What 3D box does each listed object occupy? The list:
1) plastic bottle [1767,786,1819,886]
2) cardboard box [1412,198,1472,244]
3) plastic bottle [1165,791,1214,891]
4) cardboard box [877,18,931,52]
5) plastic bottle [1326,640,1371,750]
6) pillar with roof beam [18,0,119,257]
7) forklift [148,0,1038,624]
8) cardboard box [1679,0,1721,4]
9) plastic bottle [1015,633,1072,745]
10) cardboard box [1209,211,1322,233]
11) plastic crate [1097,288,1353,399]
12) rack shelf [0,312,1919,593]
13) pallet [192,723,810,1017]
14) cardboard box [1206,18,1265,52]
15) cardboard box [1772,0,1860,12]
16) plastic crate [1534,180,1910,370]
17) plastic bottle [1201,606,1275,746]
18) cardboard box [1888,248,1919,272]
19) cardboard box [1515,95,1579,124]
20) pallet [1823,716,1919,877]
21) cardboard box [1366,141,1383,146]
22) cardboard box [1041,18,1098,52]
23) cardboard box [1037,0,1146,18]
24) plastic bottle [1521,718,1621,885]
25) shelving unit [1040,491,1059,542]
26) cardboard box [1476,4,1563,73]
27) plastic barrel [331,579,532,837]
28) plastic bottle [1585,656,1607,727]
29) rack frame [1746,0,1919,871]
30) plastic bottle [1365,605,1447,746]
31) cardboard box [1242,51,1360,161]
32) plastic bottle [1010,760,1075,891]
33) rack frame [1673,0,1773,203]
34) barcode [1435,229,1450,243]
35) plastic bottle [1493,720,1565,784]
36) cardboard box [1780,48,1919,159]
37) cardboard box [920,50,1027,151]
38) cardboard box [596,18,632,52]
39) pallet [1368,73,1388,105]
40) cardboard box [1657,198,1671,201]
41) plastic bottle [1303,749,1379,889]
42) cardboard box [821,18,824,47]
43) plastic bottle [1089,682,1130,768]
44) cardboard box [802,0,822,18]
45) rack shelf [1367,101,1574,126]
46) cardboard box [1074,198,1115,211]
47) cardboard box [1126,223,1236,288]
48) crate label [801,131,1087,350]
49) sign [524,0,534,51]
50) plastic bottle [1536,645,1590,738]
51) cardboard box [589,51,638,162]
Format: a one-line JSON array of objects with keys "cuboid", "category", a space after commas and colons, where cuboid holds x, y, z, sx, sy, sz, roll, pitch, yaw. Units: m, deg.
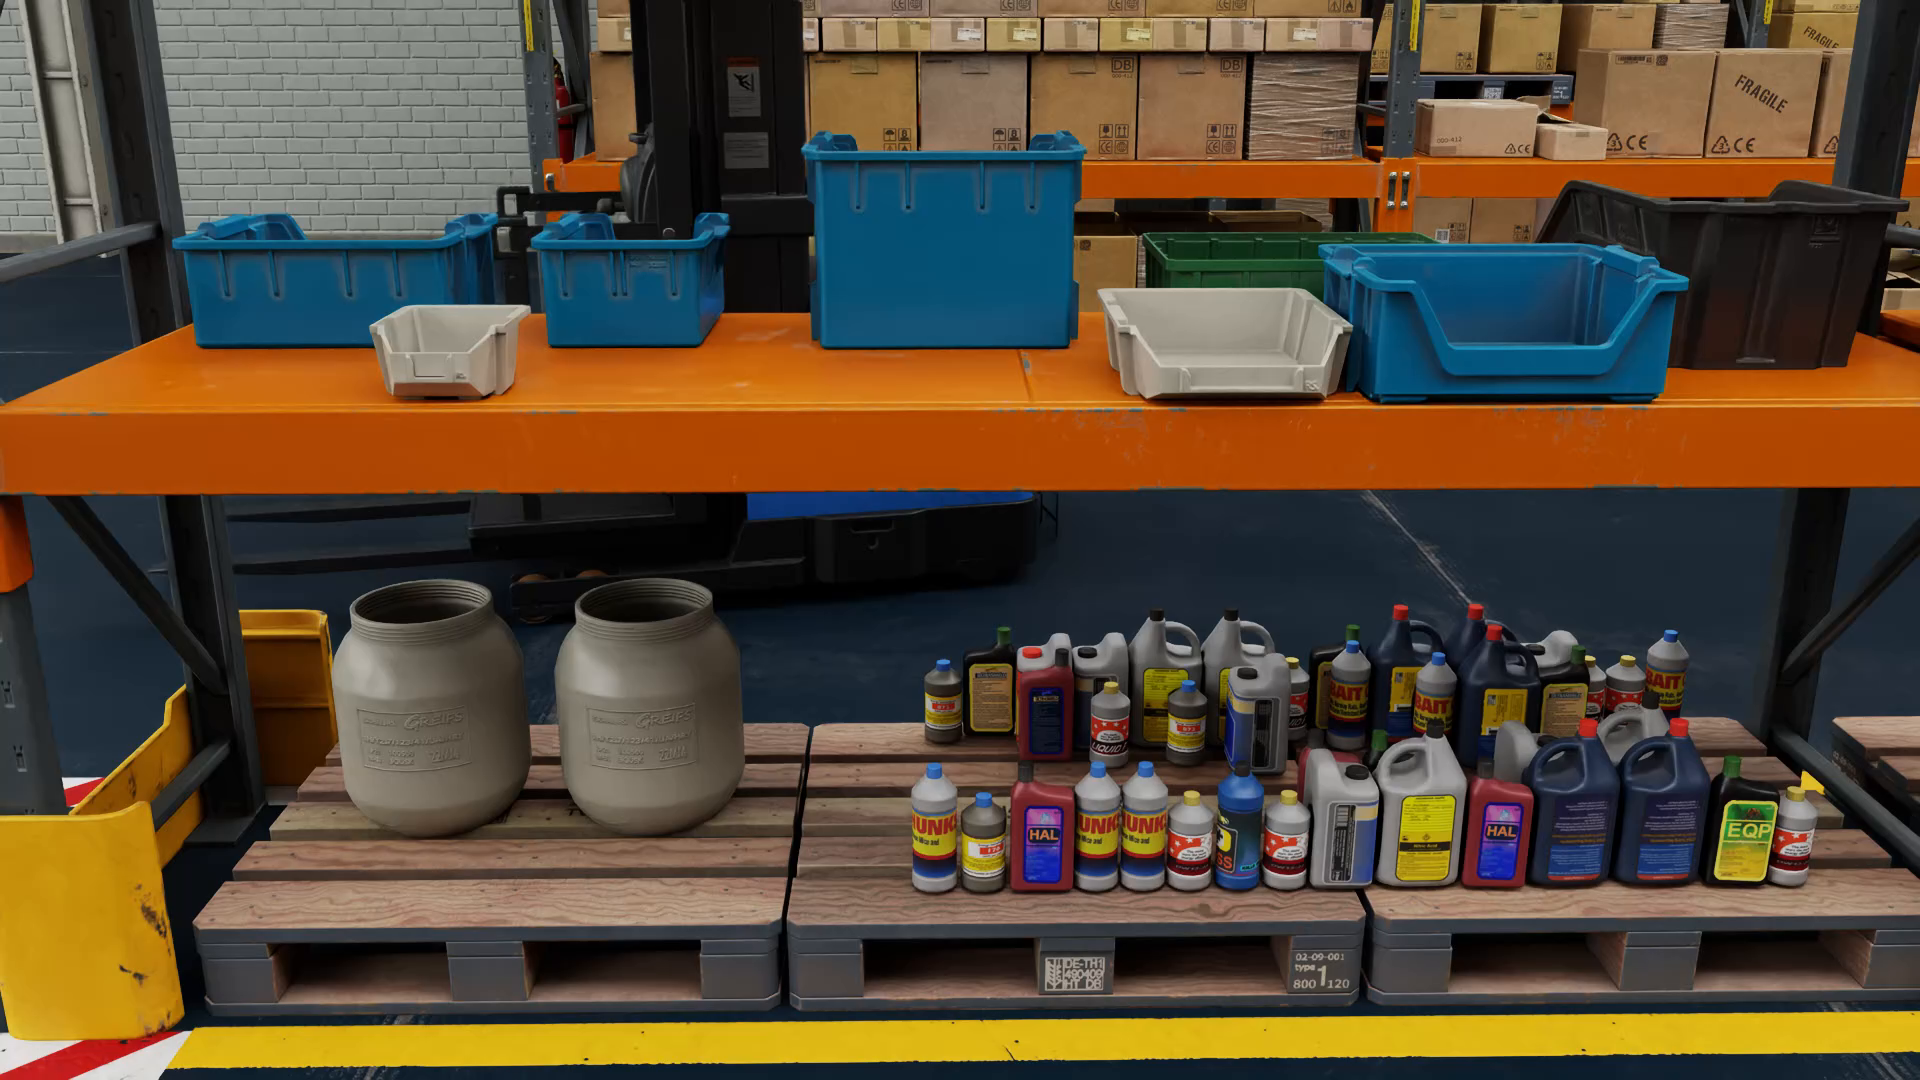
[{"cuboid": [1.770, 0.625, 3.551, 0.097, 0.201, 0.097, 0, 18, 0], "category": "plastic bottle"}, {"cuboid": [3.734, -2.657, 13.291, 0.500, 0.500, 0.700, 0, 18, 0], "category": "cardboard box"}, {"cuboid": [0.488, 0.631, 3.531, 0.097, 0.201, 0.097, 0, 18, 0], "category": "plastic bottle"}, {"cuboid": [-0.262, -2.388, 7.856, 0.250, 0.149, 0.380, -1, 18, -2], "category": "cardboard box"}, {"cuboid": [0.979, 0.385, 4.184, 0.097, 0.271, 0.097, 0, 18, 0], "category": "plastic bottle"}, {"cuboid": [-7.273, -5.382, 8.594, 0.400, 9.000, 9.100, 0, 18, -1], "category": "pillar with roof beam"}, {"cuboid": [-1.291, -1.288, 5.763, 3.031, 2.935, 1.130, -4, 18, -13], "category": "forklift"}, {"cuboid": [5.627, -4.195, 12.770, 0.250, 0.149, 0.380, -3, 18, -8], "category": "cardboard box"}, {"cuboid": [0.211, 0.376, 4.204, 0.135, 0.276, 0.152, 0, 18, 0], "category": "plastic bottle"}, {"cuboid": [1.585, -1.449, 8.741, 0.500, 0.500, 0.500, 0, 18, -1], "category": "cardboard box"}, {"cuboid": [0.509, -0.384, 3.267, 0.437, 0.136, 0.530, 0, 18, -1], "category": "plastic crate"}, {"cuboid": [0.128, -0.243, 3.572, 4.000, 0.370, 1.077, 0, 18, -1], "category": "rack shelf"}, {"cuboid": [-0.984, 0.735, 3.911, 1.213, 0.211, 1.003, 0, 18, -1], "category": "pallet"}, {"cuboid": [1.276, -2.395, 7.878, 0.250, 0.149, 0.380, -1, 18, -2], "category": "cardboard box"}, {"cuboid": [6.458, -4.120, 12.568, 0.500, 0.250, 0.500, 0, 18, 0], "category": "cardboard box"}, {"cuboid": [1.603, -0.602, 3.615, 0.504, 0.338, 0.767, 0, 18, -1], "category": "plastic crate"}, {"cuboid": [0.701, 0.337, 4.204, 0.185, 0.351, 0.144, 0, 18, -1], "category": "plastic bottle"}, {"cuboid": [5.000, -1.367, 8.795, 0.500, 0.311, 0.500, -1, 18, -2], "category": "cardboard box"}, {"cuboid": [2.930, -2.104, 8.417, 0.258, 0.266, 0.396, -1, 18, -2], "category": "cardboard box"}, {"cuboid": [2.913, 0.717, 3.967, 1.213, 0.211, 1.003, 0, 18, -1], "category": "pallet"}, {"cuboid": [3.148, -3.009, 13.162, 0.500, 0.250, 0.500, -1, 18, -2], "category": "cardboard box"}, {"cuboid": [0.516, -2.392, 7.868, 0.250, 0.149, 0.380, 0, 18, 1], "category": "cardboard box"}, {"cuboid": [0.604, -2.764, 7.967, 0.500, 0.500, 0.700, 0, 18, -1], "category": "cardboard box"}, {"cuboid": [1.297, 0.549, 3.543, 0.185, 0.351, 0.144, -1, 18, -4], "category": "plastic bottle"}, {"cuboid": [0.265, -0.593, 6.432, 0.189, 1.200, 0.258, -4, 18, -13], "category": "shelving unit"}, {"cuboid": [4.256, -3.879, 12.846, 0.500, 0.500, 0.700, 0, 18, -1], "category": "cardboard box"}, {"cuboid": [-1.214, 0.382, 3.831, 0.421, 0.512, 0.421, 0, 18, 0], "category": "plastic barrel"}, {"cuboid": [1.599, 0.396, 4.262, 0.097, 0.201, 0.097, 0, 18, 0], "category": "plastic bottle"}, {"cuboid": [2.128, -0.595, 3.492, 0.127, 3.000, 1.000, 0, 18, -1], "category": "rack frame"}, {"cuboid": [1.126, 0.335, 4.210, 0.185, 0.351, 0.144, -1, 18, -3], "category": "plastic bottle"}, {"cuboid": [1.610, -2.152, 8.181, 0.500, 0.500, 0.700, -1, 18, -2], "category": "cardboard box"}, {"cuboid": [0.173, 0.599, 3.497, 0.133, 0.283, 0.061, 0, 18, 0], "category": "plastic bottle"}, {"cuboid": [5.971, -3.640, 12.985, 0.127, 3.000, 1.000, 0, 18, -1], "category": "rack frame"}, {"cuboid": [2.315, -1.459, 7.984, 0.075, 0.075, 0.001, 0, 18, -1], "category": "barcode"}, {"cuboid": [1.269, 0.539, 3.695, 0.135, 0.276, 0.152, 0, 18, -1], "category": "plastic bottle"}, {"cuboid": [4.376, -2.162, 8.213, 0.500, 0.500, 0.500, -1, 18, -4], "category": "cardboard box"}, {"cuboid": [0.069, -2.143, 8.154, 0.500, 0.500, 0.700, 0, 18, 1], "category": "cardboard box"}, {"cuboid": [-1.550, -2.381, 7.835, 0.250, 0.149, 0.380, 0, 18, -1], "category": "cardboard box"}, {"cuboid": [2.738, -3.489, 12.827, 1.213, 0.211, 1.003, 0, 18, -1], "category": "pallet"}, {"cuboid": [5.252, -2.640, 13.239, 0.500, 0.500, 0.700, 0, 18, 0], "category": "cardboard box"}, {"cuboid": [0.811, 0.585, 3.551, 0.135, 0.276, 0.152, 0, 18, 0], "category": "plastic bottle"}, {"cuboid": [-0.798, -2.509, 8.232, 0.250, 0.149, 0.380, 0, 18, 0], "category": "cardboard box"}, {"cuboid": [0.370, 0.449, 4.099, 0.097, 0.201, 0.097, 0, 18, 0], "category": "plastic bottle"}, {"cuboid": [-0.900, -2.757, 7.944, 0.500, 0.500, 0.700, -1, 18, -2], "category": "cardboard box"}, {"cuboid": [3.972, -3.288, 13.065, 4.000, 0.370, 1.077, 0, 18, -1], "category": "rack shelf"}, {"cuboid": [0.935, -2.623, 13.186, 0.500, 0.500, 0.500, -2, 18, -5], "category": "cardboard box"}, {"cuboid": [1.093, -1.288, 8.238, 0.500, 0.500, 0.500, 0, 18, -1], "category": "cardboard box"}, {"cuboid": [-0.035, -0.684, 3.712, 0.616, 0.435, 0.502, 0, 18, -1], "category": "crate label"}, {"cuboid": [-1.943, -2.369, 7.476, 0.005, 0.325, 0.100, 0, 18, -1], "category": "sign"}, {"cuboid": [1.482, 0.399, 4.120, 0.133, 0.283, 0.061, 0, 18, -1], "category": "plastic bottle"}, {"cuboid": [-1.479, -2.135, 8.128, 0.500, 0.500, 0.700, 0, 18, -1], "category": "cardboard box"}]
